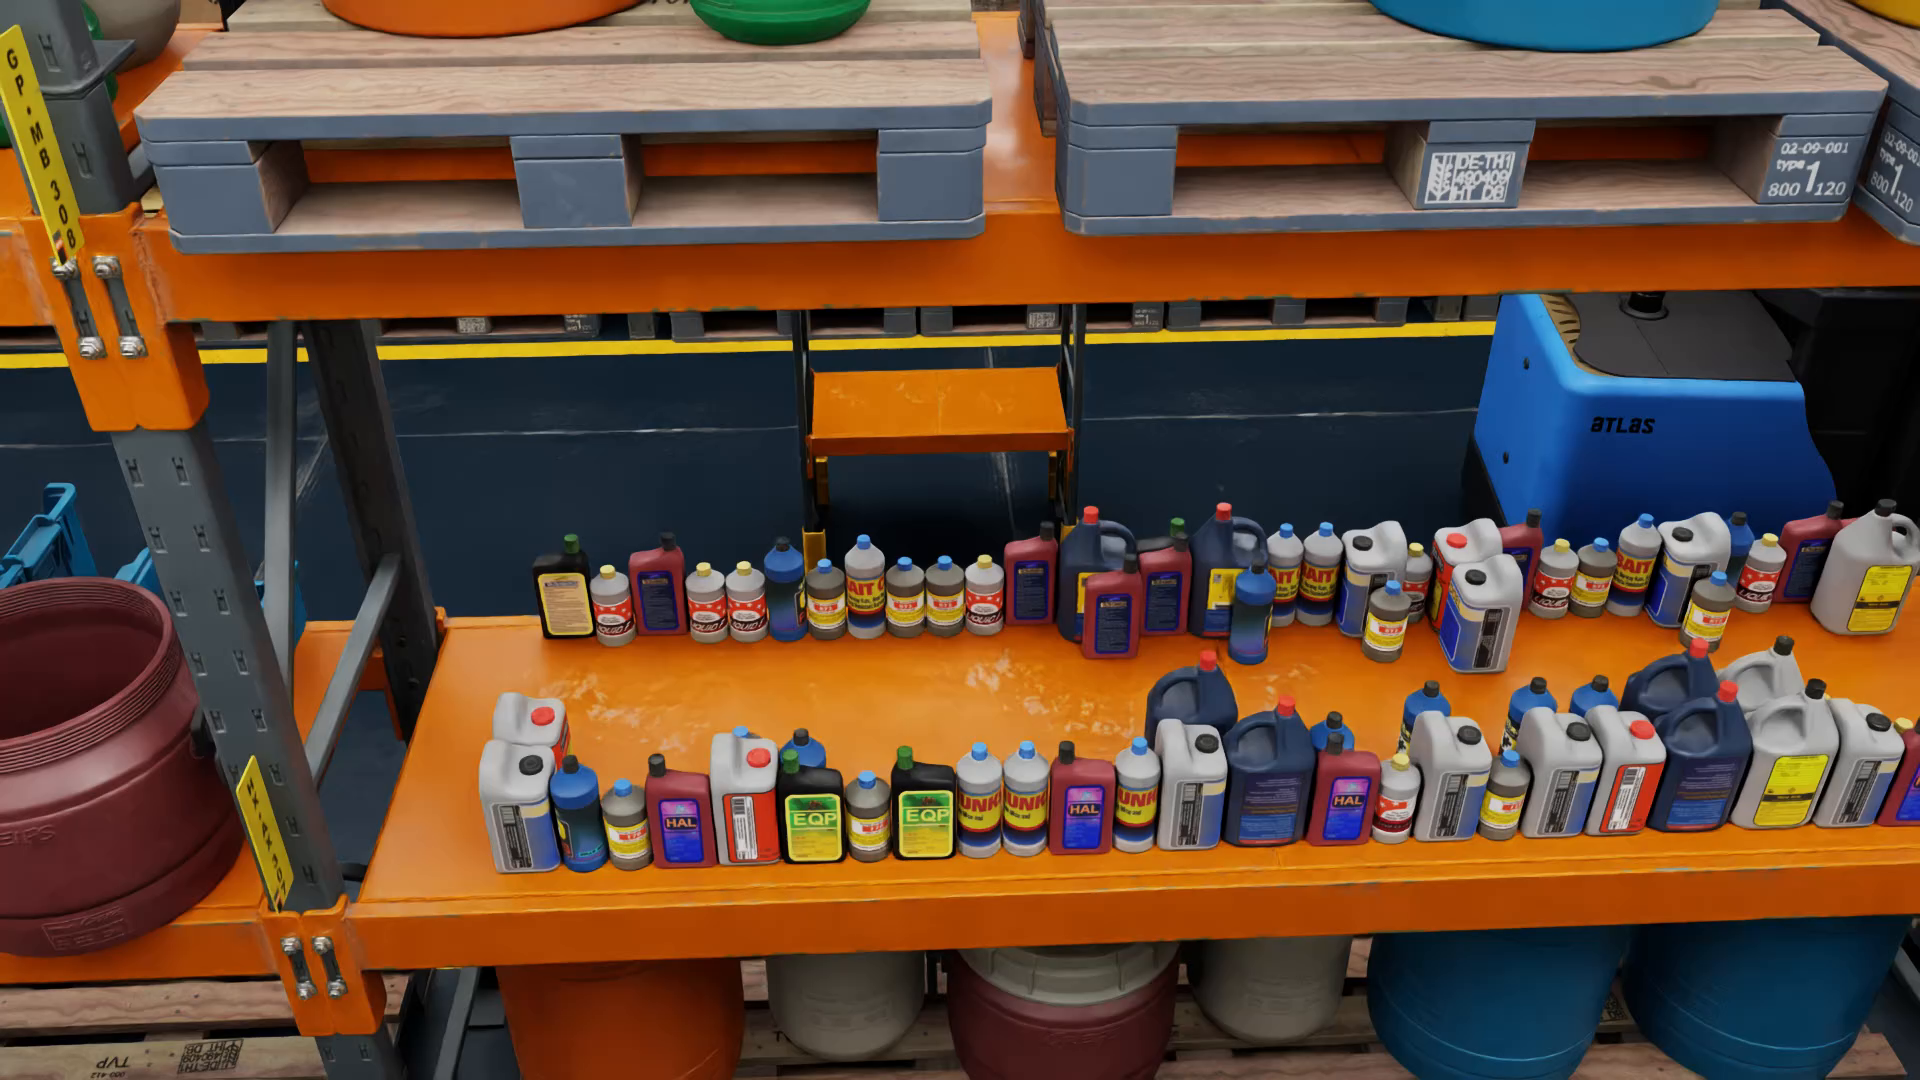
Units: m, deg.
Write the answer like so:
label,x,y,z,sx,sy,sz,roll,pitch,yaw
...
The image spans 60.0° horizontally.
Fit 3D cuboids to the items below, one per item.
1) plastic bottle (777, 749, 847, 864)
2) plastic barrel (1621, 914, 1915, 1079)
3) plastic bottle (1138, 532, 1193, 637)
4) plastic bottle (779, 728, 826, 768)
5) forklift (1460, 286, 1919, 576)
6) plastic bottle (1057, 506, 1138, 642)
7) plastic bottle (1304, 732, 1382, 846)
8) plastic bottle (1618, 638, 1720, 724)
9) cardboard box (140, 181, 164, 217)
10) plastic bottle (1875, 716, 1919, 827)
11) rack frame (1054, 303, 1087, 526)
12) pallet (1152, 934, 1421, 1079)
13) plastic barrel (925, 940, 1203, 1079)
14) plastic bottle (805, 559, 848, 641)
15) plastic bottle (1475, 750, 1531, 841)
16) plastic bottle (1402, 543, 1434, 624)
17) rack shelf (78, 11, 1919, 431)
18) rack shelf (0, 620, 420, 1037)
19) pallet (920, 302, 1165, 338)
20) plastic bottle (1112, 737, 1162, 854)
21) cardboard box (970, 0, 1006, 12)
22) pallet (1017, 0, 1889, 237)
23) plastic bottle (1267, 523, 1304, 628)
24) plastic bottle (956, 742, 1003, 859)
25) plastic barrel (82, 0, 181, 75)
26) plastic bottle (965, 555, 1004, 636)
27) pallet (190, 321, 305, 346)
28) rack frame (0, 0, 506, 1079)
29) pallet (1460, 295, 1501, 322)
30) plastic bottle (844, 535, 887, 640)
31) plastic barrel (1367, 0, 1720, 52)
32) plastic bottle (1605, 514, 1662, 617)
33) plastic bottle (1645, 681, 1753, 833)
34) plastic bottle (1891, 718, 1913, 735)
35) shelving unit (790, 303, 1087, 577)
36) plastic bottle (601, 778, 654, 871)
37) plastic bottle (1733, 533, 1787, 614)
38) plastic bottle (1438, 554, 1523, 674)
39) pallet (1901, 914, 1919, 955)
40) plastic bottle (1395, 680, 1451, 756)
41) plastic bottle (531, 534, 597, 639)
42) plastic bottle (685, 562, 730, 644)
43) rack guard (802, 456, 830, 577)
label,x,y,z,sx,sy,sz,roll,pitch,yaw
plastic bottle,-0.305,0.547,3.426,0.133,0.283,0.061,-2,35,-2
plastic barrel,2.100,0.904,4.282,0.708,0.901,0.600,-2,35,-2
plastic bottle,0.495,0.107,4.062,0.133,0.283,0.061,-2,35,-2
plastic bottle,-0.327,0.507,3.494,0.097,0.271,0.097,0,35,0
forklift,3.585,-1.093,5.754,3.031,2.935,1.130,2,35,3
plastic bottle,0.336,0.072,4.053,0.185,0.351,0.144,-2,35,-2
plastic bottle,0.803,0.517,3.470,0.133,0.283,0.061,-2,35,-2
plastic bottle,1.550,0.363,3.633,0.185,0.351,0.144,-2,35,-2
cardboard box,-3.617,-1.575,7.945,0.500,0.311,0.500,-1,35,-1
plastic bottle,2.037,0.484,3.518,0.133,0.283,0.061,-2,35,-2
rack frame,0.423,-0.628,6.340,0.032,1.500,0.500,-2,35,-2
pallet,0.650,1.388,4.560,1.213,0.211,1.003,-2,35,-2
plastic barrel,0.265,1.083,4.300,0.708,0.588,0.600,-2,35,-2
plastic bottle,-0.329,0.138,4.089,0.097,0.201,0.097,0,35,0
plastic bottle,1.149,0.531,3.521,0.097,0.201,0.097,0,35,0
plastic bottle,1.122,0.099,4.145,0.097,0.201,0.097,0,35,0
rack shelf,0.647,-0.675,3.085,4.000,0.370,1.077,-2,35,-2
rack shelf,-3.349,0.667,3.783,4.000,0.370,1.077,-2,35,-2
pallet,0.382,-1.382,8.561,1.213,0.211,1.003,-2,35,-2
plastic bottle,0.367,0.523,3.471,0.097,0.271,0.097,0,35,0
cardboard box,-0.035,-2.710,7.573,0.500,0.500,0.700,5,35,7
pallet,0.733,-0.838,2.855,1.213,0.211,1.003,-2,35,-2
plastic bottle,0.793,0.079,4.112,0.097,0.271,0.097,0,35,0
plastic bottle,0.040,0.532,3.458,0.097,0.271,0.097,0,35,0
plastic barrel,-1.676,-1.128,3.010,0.421,0.512,0.421,0,35,0
plastic bottle,0.060,0.128,4.104,0.097,0.201,0.097,0,35,0
pallet,-3.622,-1.321,8.473,1.213,0.211,1.003,-2,35,-2
rack frame,-1.351,0.317,3.656,0.127,3.000,1.000,-2,35,-2
pallet,3.100,-1.478,8.700,1.213,0.211,1.003,-2,35,-2
plastic bottle,-0.231,0.107,4.073,0.097,0.271,0.097,0,35,0
plastic barrel,0.947,-1.270,2.504,0.708,0.901,0.600,-2,35,-2
plastic bottle,1.682,0.055,4.147,0.097,0.271,0.097,0,35,0
plastic bottle,1.557,0.445,3.514,0.185,0.351,0.144,-2,35,-2
plastic bottle,2.016,0.473,3.605,0.097,0.201,0.097,0,35,0
shelving unit,-0.076,-0.615,6.320,1.083,1.500,0.587,-2,35,-2
plastic bottle,-0.689,0.581,3.450,0.097,0.201,0.097,0,35,0
plastic bottle,2.010,0.075,4.180,0.097,0.201,0.097,0,35,0
plastic bottle,1.246,0.168,3.981,0.135,0.276,0.152,-2,35,-2
pallet,3.377,1.314,4.666,1.213,0.211,1.003,-2,35,-2
plastic bottle,1.007,0.419,3.621,0.097,0.271,0.097,0,35,0
plastic bottle,-0.967,0.112,4.055,0.133,0.283,0.061,-2,35,-2
plastic bottle,-0.620,0.146,4.077,0.097,0.201,0.097,0,35,0
rack guard,-0.574,-0.087,6.657,0.087,0.250,0.587,-2,35,-2
